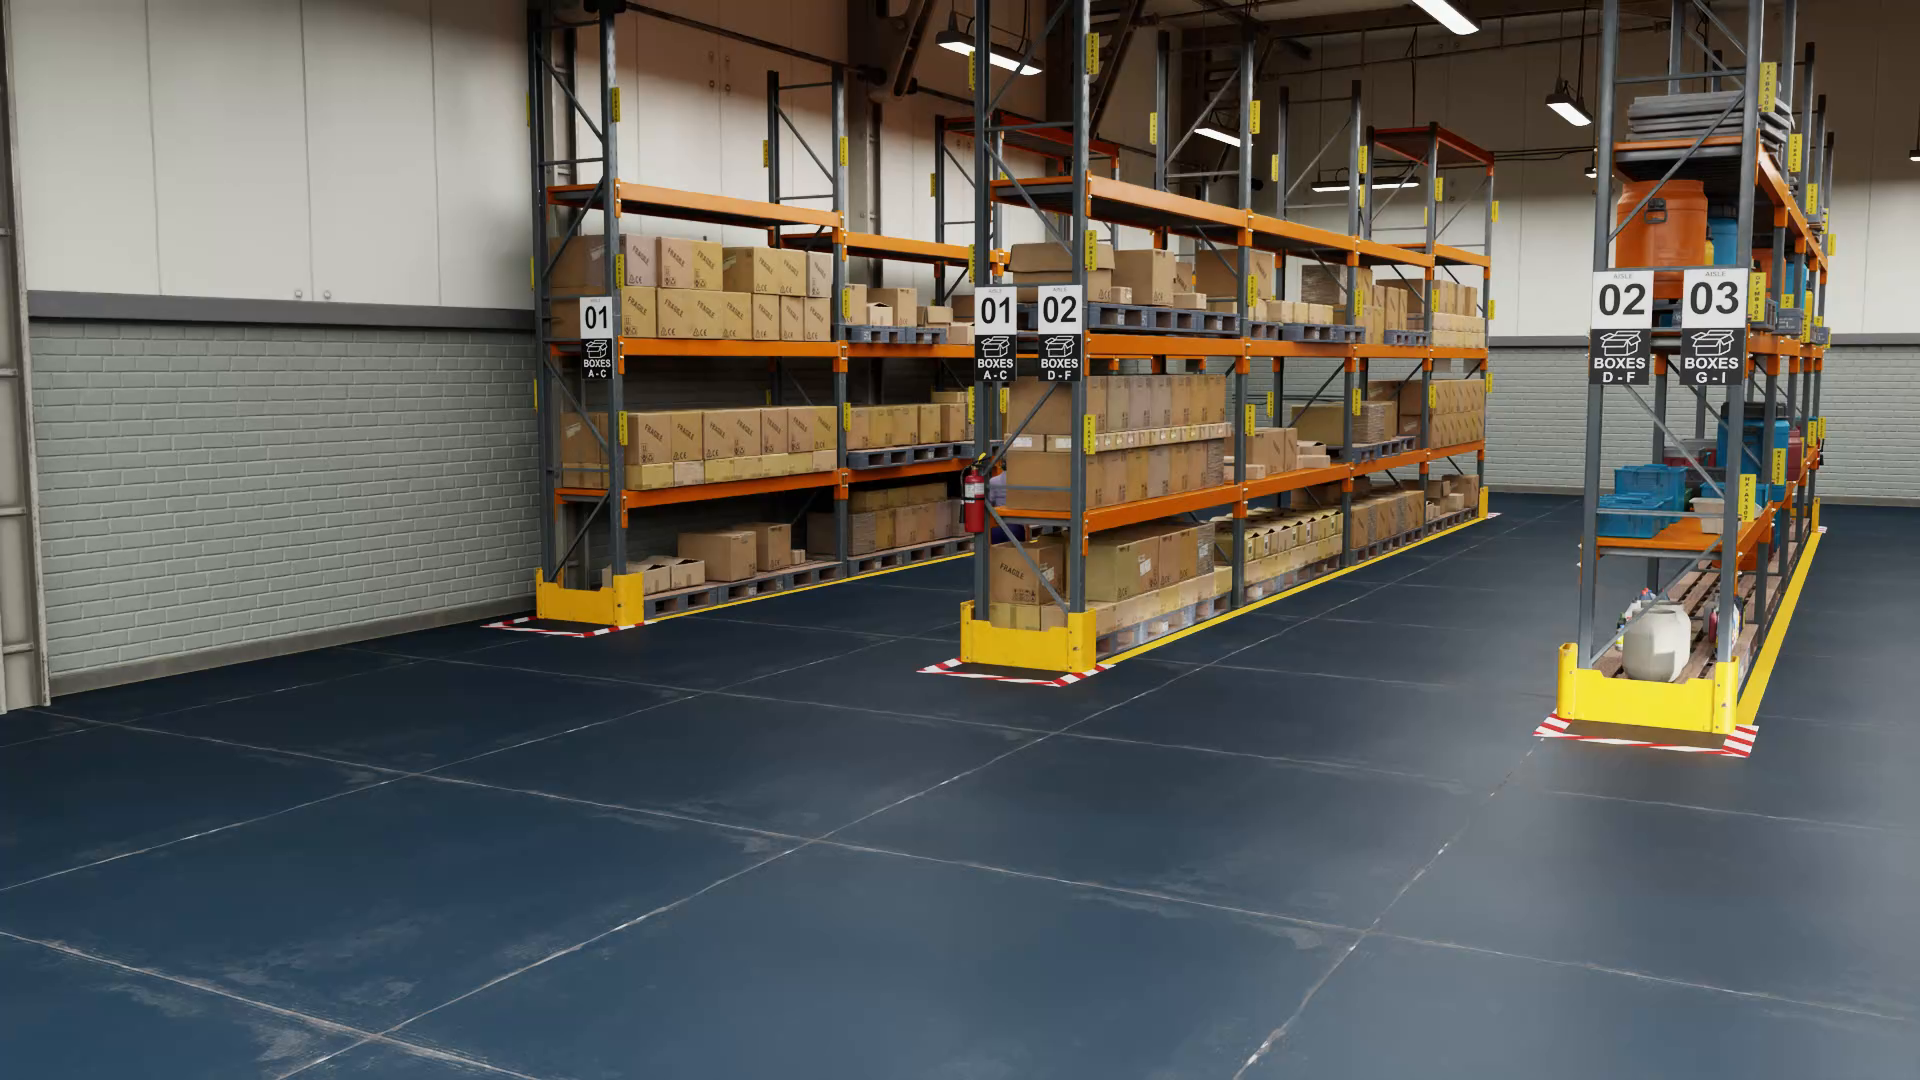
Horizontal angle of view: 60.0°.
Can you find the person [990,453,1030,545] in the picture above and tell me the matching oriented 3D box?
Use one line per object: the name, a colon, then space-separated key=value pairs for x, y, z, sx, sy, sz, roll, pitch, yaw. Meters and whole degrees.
person: x=0.552 y=-0.094 z=17.285 sx=0.504 sy=1.655 sz=0.526 roll=4 pitch=7 yaw=35
